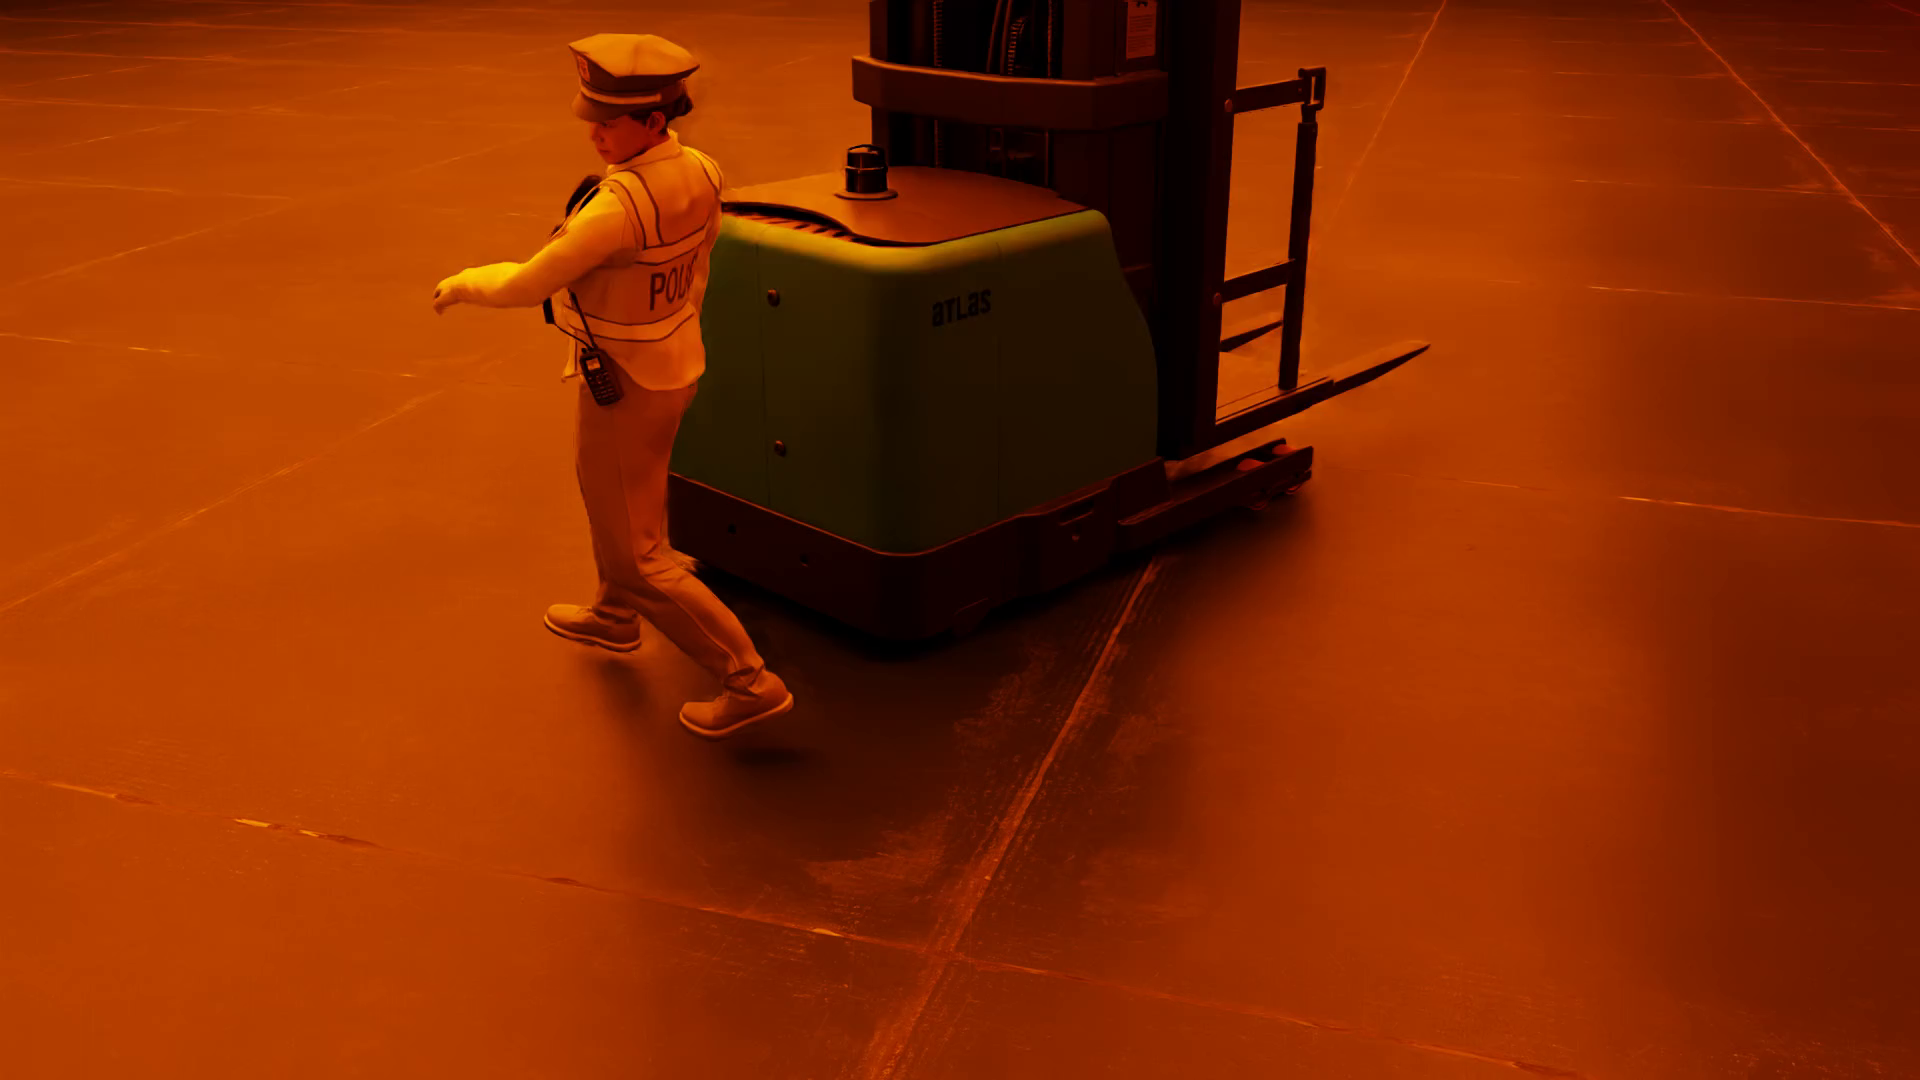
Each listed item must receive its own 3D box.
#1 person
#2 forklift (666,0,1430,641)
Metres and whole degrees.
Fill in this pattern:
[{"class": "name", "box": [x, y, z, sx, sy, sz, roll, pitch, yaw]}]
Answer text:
[{"class": "person", "box": [-0.782, -0.391, 3.924, 0.859, 1.570, 0.692, 3, 23, 6]}, {"class": "forklift", "box": [0.516, -1.568, 5.077, 1.130, 2.935, 3.031, 20, 30, 39]}]
